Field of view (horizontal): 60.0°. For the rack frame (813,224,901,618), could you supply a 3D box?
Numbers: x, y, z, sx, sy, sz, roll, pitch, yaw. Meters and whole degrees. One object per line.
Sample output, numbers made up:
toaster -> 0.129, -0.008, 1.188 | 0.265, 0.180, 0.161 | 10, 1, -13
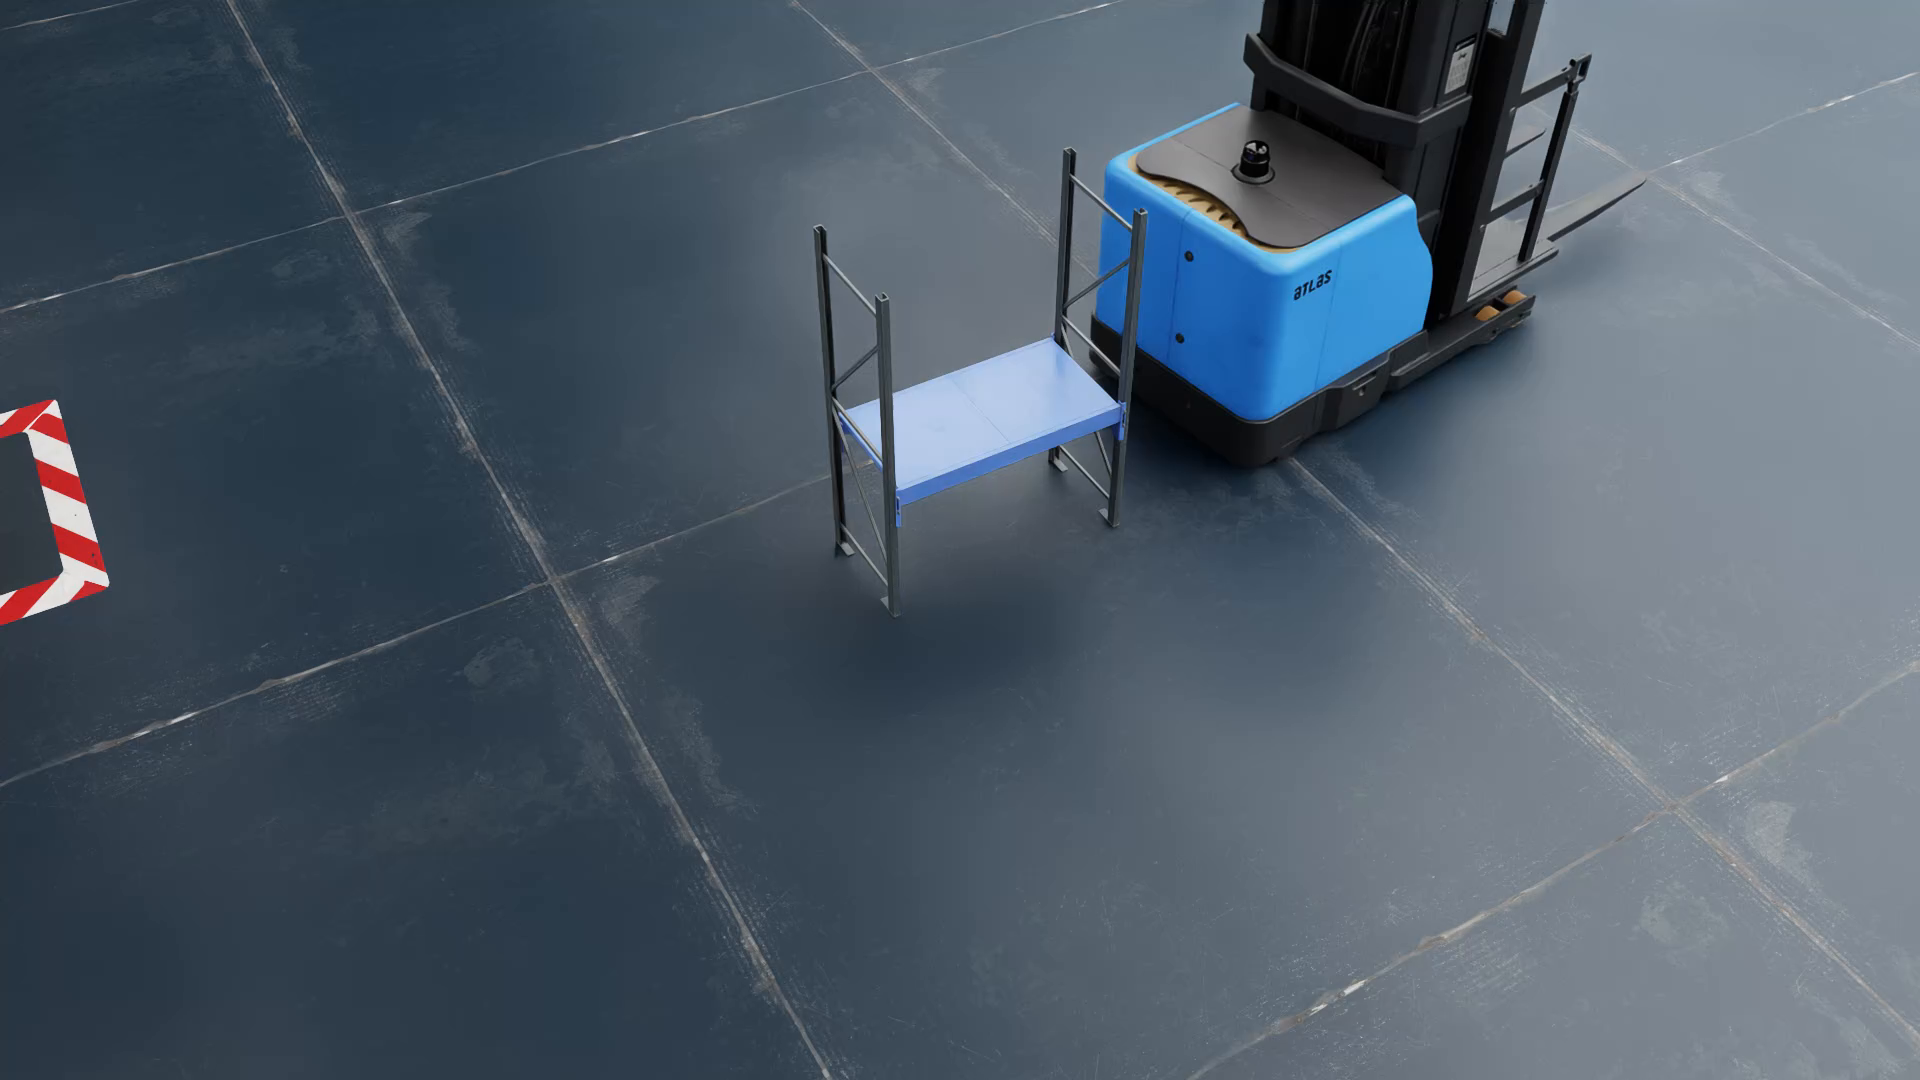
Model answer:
rack frame -> -0.367, -0.391, 6.076 | 0.032, 1.500, 0.500 | -22, 48, -21

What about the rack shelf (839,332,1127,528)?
rack shelf -> 0.074, -0.439, 6.383 | 1.000, 0.185, 0.538 | -22, 48, -21

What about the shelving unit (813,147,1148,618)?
shelving unit -> 0.074, -0.568, 6.258 | 1.048, 1.500, 0.538 | -22, 48, -21

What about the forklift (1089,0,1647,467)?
forklift -> -8.251, -2.804, 7.535 | 17.983, 2.935, 15.389 | -29, 51, -27

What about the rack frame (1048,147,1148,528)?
rack frame -> 0.515, -0.744, 6.440 | 0.032, 1.500, 0.500 | -22, 48, -21
